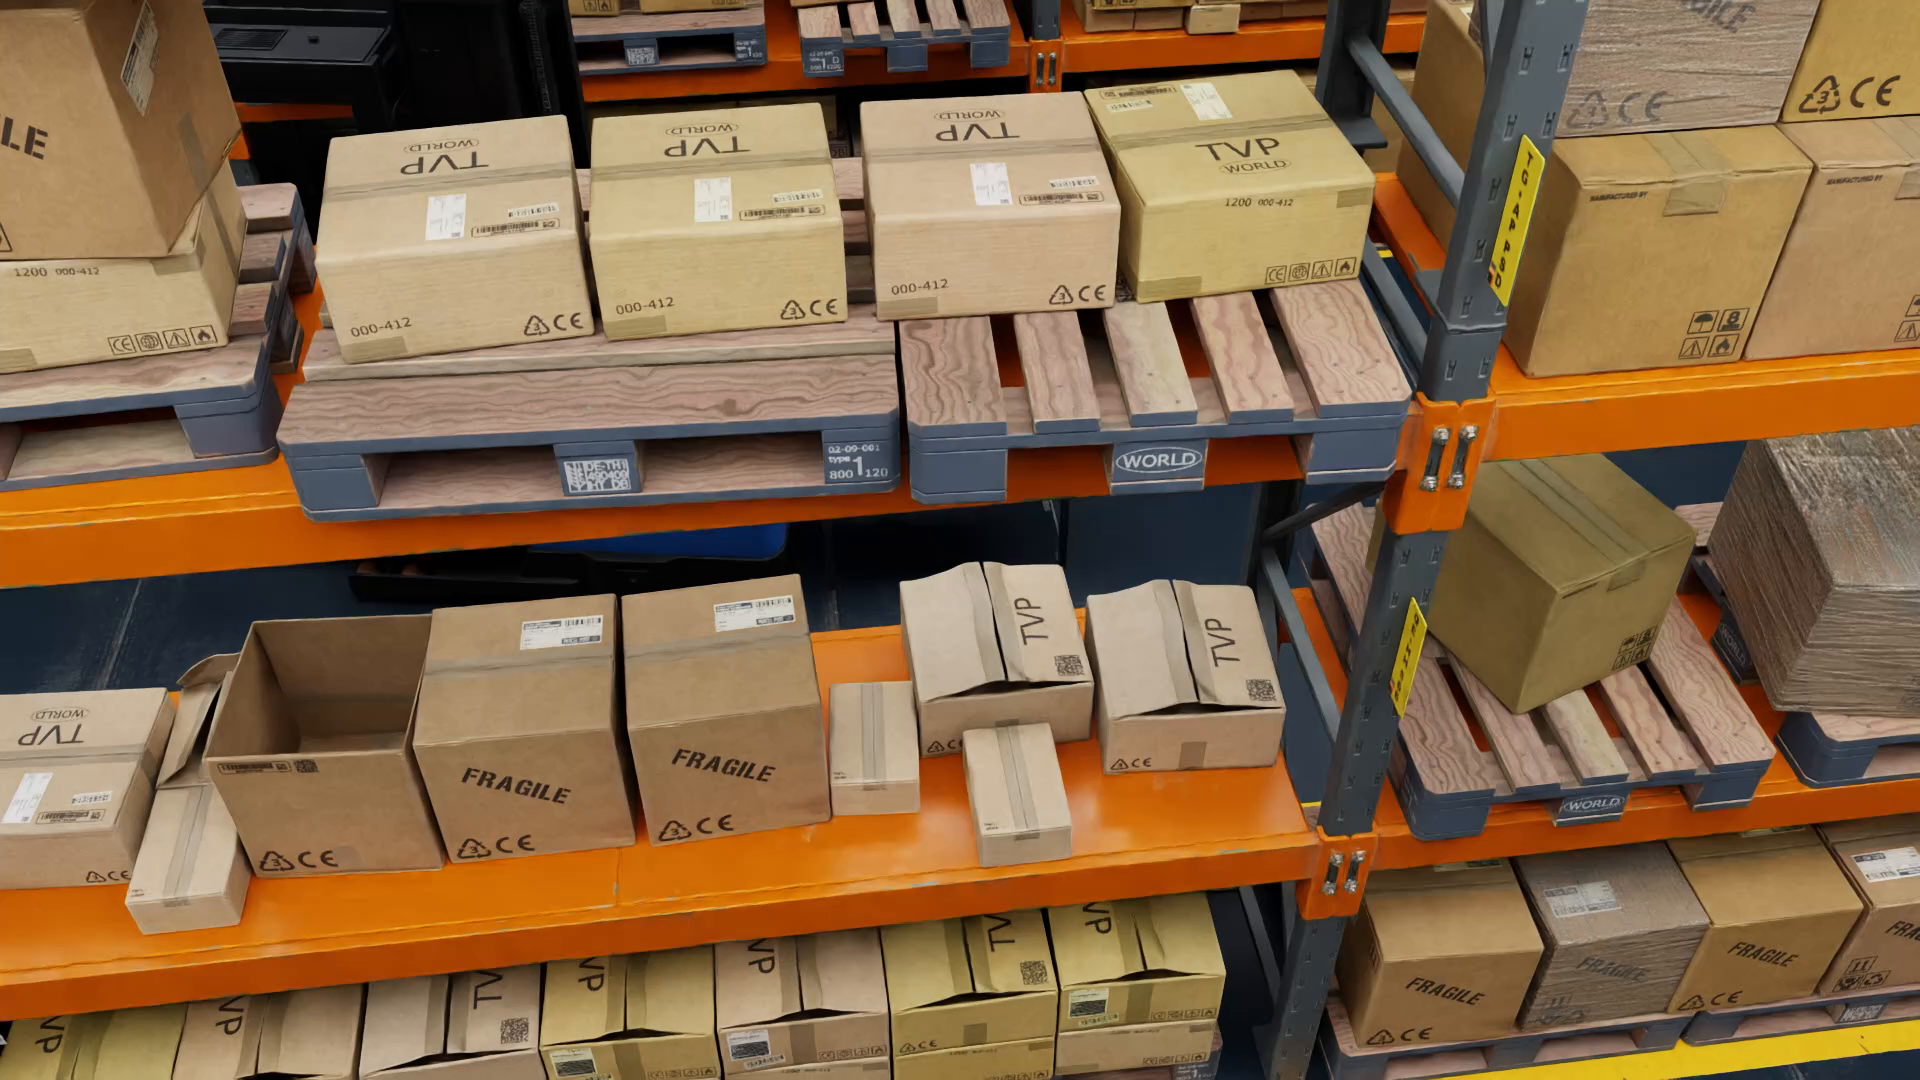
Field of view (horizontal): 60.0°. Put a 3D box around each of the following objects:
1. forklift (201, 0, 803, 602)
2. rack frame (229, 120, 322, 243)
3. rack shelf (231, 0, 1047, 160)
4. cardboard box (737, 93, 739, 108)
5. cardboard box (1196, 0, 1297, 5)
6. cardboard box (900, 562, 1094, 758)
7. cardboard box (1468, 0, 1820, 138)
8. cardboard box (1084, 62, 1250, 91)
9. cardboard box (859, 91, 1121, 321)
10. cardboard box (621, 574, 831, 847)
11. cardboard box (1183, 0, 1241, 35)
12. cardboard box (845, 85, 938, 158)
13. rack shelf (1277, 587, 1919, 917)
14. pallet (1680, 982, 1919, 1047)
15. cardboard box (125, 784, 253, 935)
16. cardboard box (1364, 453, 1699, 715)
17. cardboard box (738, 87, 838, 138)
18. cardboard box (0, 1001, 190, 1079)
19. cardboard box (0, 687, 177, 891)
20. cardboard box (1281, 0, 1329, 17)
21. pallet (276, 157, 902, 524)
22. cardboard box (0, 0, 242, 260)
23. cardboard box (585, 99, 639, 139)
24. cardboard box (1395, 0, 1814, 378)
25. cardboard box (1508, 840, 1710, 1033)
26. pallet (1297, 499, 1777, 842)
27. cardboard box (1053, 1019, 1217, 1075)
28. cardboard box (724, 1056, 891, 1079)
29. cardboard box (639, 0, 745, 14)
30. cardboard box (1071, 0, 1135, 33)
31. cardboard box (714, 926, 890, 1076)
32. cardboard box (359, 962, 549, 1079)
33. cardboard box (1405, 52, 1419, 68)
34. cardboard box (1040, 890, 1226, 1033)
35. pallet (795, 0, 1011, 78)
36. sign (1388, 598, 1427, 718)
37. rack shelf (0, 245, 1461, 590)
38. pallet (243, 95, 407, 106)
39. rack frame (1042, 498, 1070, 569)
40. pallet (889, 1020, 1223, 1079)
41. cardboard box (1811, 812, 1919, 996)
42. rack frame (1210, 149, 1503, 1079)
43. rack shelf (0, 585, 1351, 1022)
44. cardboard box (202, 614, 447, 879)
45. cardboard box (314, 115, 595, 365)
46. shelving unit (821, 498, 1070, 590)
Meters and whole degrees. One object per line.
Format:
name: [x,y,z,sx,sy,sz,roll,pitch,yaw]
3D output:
forklift: [-2.214,-1.182,6.587,3.031,2.935,1.130,2,42,3]
rack frame: [-3.601,-2.591,8.099,0.127,3.000,1.000,-5,42,-6]
rack shelf: [-1.618,-2.498,8.532,4.000,0.370,1.077,-5,42,-6]
cardboard box: [-1.357,-2.047,9.033,0.500,0.500,0.700,-5,42,-6]
cardboard box: [1.401,-3.005,8.246,0.500,0.500,0.500,-4,42,-4]
cardboard box: [0.099,0.333,4.923,0.500,0.311,0.500,-5,42,-6]
cardboard box: [1.445,-1.205,3.501,0.500,0.500,0.500,-5,42,-6]
cardboard box: [1.112,-2.273,9.037,0.750,0.750,0.750,-6,42,-6]
cardboard box: [0.051,-0.729,3.593,0.500,0.250,0.500,-4,42,-4]
cardboard box: [-0.650,0.470,4.630,0.500,0.500,0.500,-7,43,-8]
cardboard box: [1.247,-2.711,8.403,0.250,0.149,0.380,-4,42,-4]
cardboard box: [-0.342,-2.077,9.066,0.500,0.500,0.700,-4,42,-5]
rack shelf: [2.994,0.444,5.270,4.000,0.370,1.077,-5,42,-6]
pallet: [2.964,1.243,5.930,1.213,0.211,1.003,-5,42,-6]
cardboard box: [-2.050,0.850,4.471,0.250,0.149,0.380,-5,42,-6]
cardboard box: [1.621,0.028,4.806,0.500,0.500,0.700,-19,45,-20]
cardboard box: [-0.915,-2.347,8.806,0.500,0.250,0.500,-4,42,-5]
cardboard box: [-2.513,1.484,4.901,0.500,0.311,0.500,-5,42,-5]
cardboard box: [-2.472,0.682,4.581,0.500,0.250,0.500,-3,42,-3]
cardboard box: [1.737,-2.843,8.550,0.250,0.149,0.380,-4,42,-5]
pallet: [-0.758,-0.476,3.654,1.213,0.211,1.003,-3,42,-4]
cardboard box: [-1.777,-0.887,3.208,0.500,0.500,0.500,-1,42,-1]
cardboard box: [-1.922,-2.268,8.718,0.500,0.250,0.500,-6,42,-7]
cardboard box: [1.440,-0.861,3.865,0.500,0.500,0.910,-5,42,-6]
cardboard box: [2.018,1.217,5.415,0.500,0.500,0.500,-6,42,-7]
pallet: [1.674,0.316,5.018,1.003,0.211,1.213,-5,42,-6]
cardboard box: [0.521,1.423,5.387,0.500,0.250,0.500,-4,42,-5]
cardboard box: [-0.488,1.512,5.288,0.500,0.250,0.500,-4,42,-5]
cardboard box: [-1.332,-2.969,8.114,0.500,0.500,0.700,-5,42,-6]
cardboard box: [0.722,-2.728,8.422,0.250,0.149,0.380,-6,42,-6]
cardboard box: [-0.491,1.308,5.096,0.500,0.311,0.500,-5,42,-6]
cardboard box: [-1.503,1.399,4.996,0.500,0.311,0.500,-6,42,-7]
cardboard box: [2.823,-2.422,9.202,0.750,0.750,0.750,-4,42,-4]
cardboard box: [0.524,1.217,5.197,0.500,0.311,0.500,-4,42,-4]
pallet: [-0.327,-2.735,8.401,1.003,0.211,1.213,-5,42,-6]
sign: [1.087,0.289,4.041,0.005,0.325,0.100,-5,42,-6]
rack shelf: [-0.972,-0.322,3.880,4.000,0.370,1.077,-5,42,-6]
pallet: [-2.824,-2.490,8.129,1.213,0.211,1.003,-5,42,-6]
rack frame: [0.419,-0.594,7.004,0.032,1.500,0.500,-5,42,-6]
pallet: [0.190,1.432,5.720,1.213,0.211,1.003,-5,42,-6]
cardboard box: [3.033,1.128,5.513,0.500,0.500,0.500,-6,42,-7]
rack frame: [1.011,0.351,4.837,0.127,3.000,1.000,-5,42,-6]
rack shelf: [-0.972,0.792,4.885,4.000,0.370,1.077,-5,42,-6]
cardboard box: [-1.669,0.559,4.531,0.500,0.500,0.500,-2,42,-2]
cardboard box: [-1.051,-0.641,3.496,0.500,0.250,0.500,-8,43,-9]
shelving unit: [-0.085,-0.550,6.955,1.048,1.500,0.538,-5,42,-6]
